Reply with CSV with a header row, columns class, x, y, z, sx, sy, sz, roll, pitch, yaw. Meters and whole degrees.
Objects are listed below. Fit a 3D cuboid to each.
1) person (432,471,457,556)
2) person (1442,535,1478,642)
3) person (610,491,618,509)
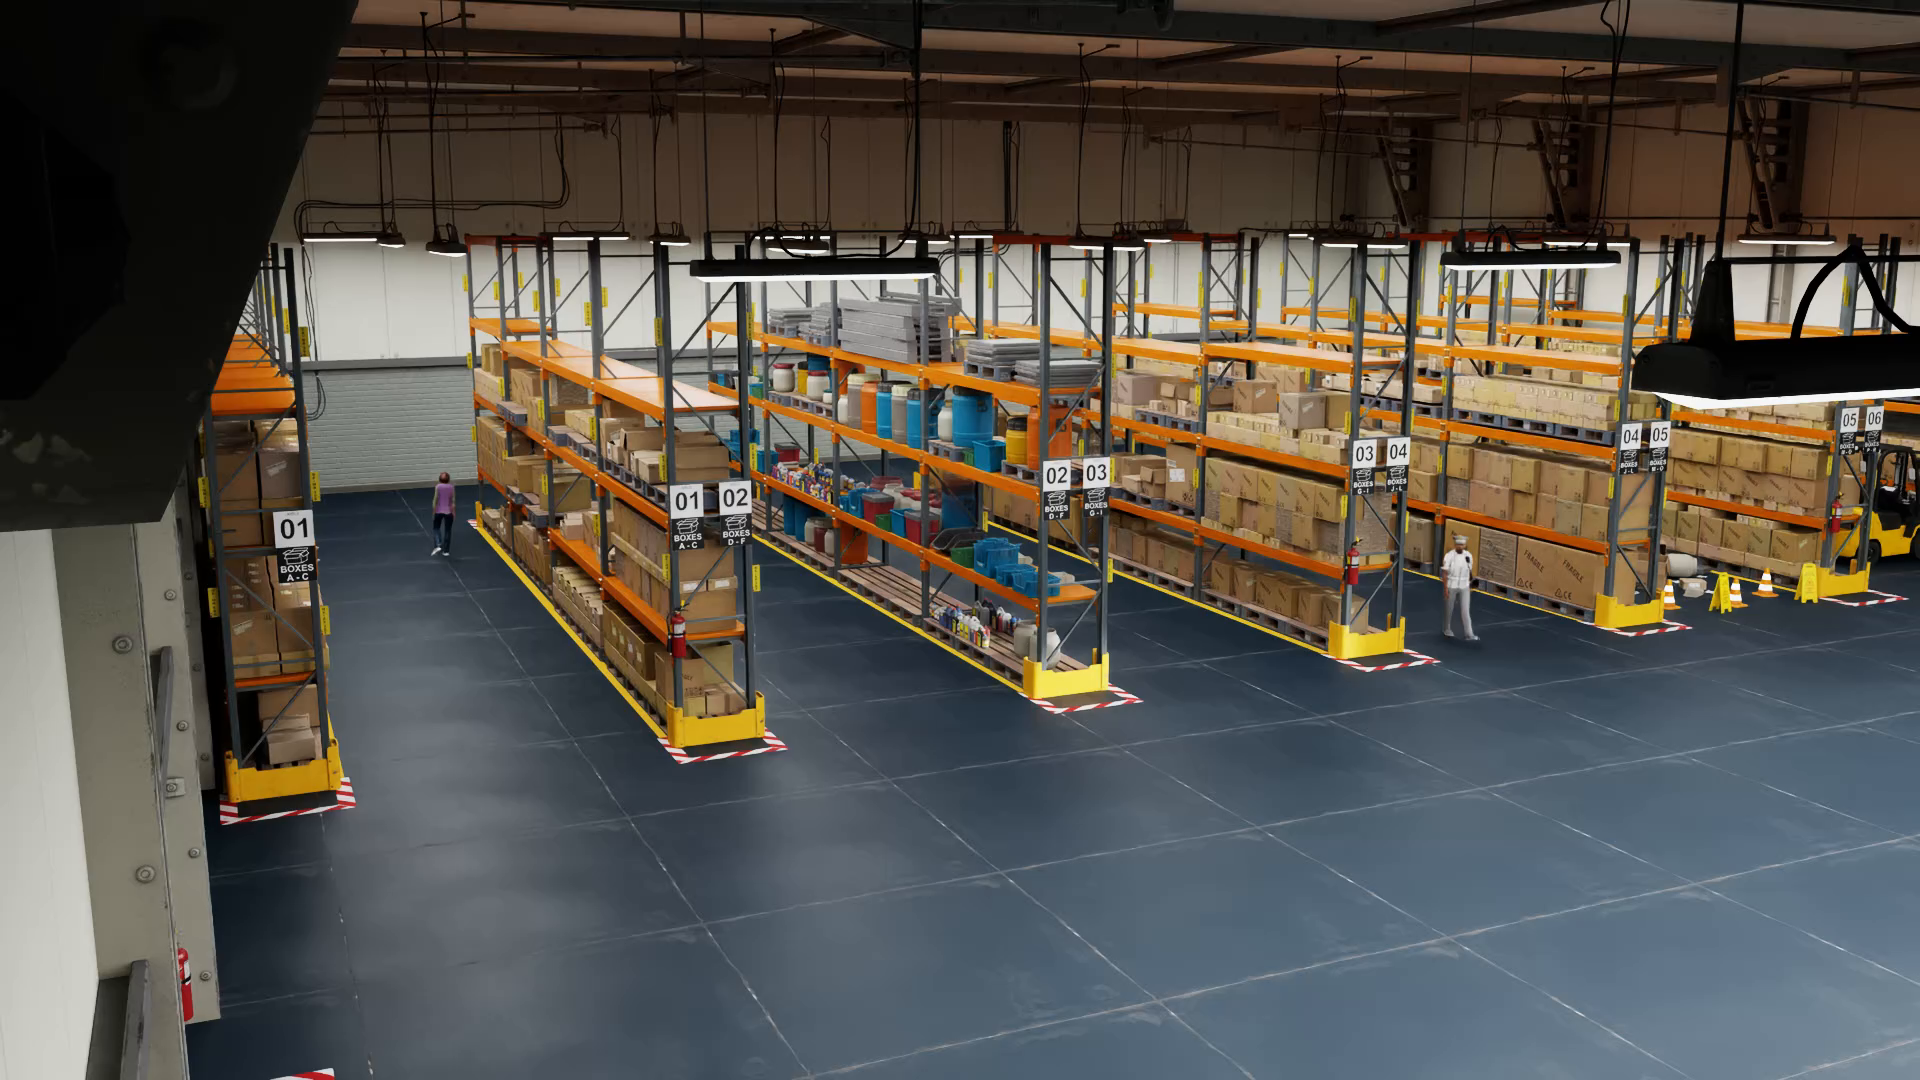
class,x,y,z,sx,sy,sz,roll,pitch,yaw
person,-9.772,-0.496,31.455,0.501,1.600,0.351,-4,12,-18
person,7.510,0.725,25.021,0.501,1.624,1.028,2,11,8
person,-6.735,-0.620,32.027,0.463,1.611,1.082,-6,12,-27
